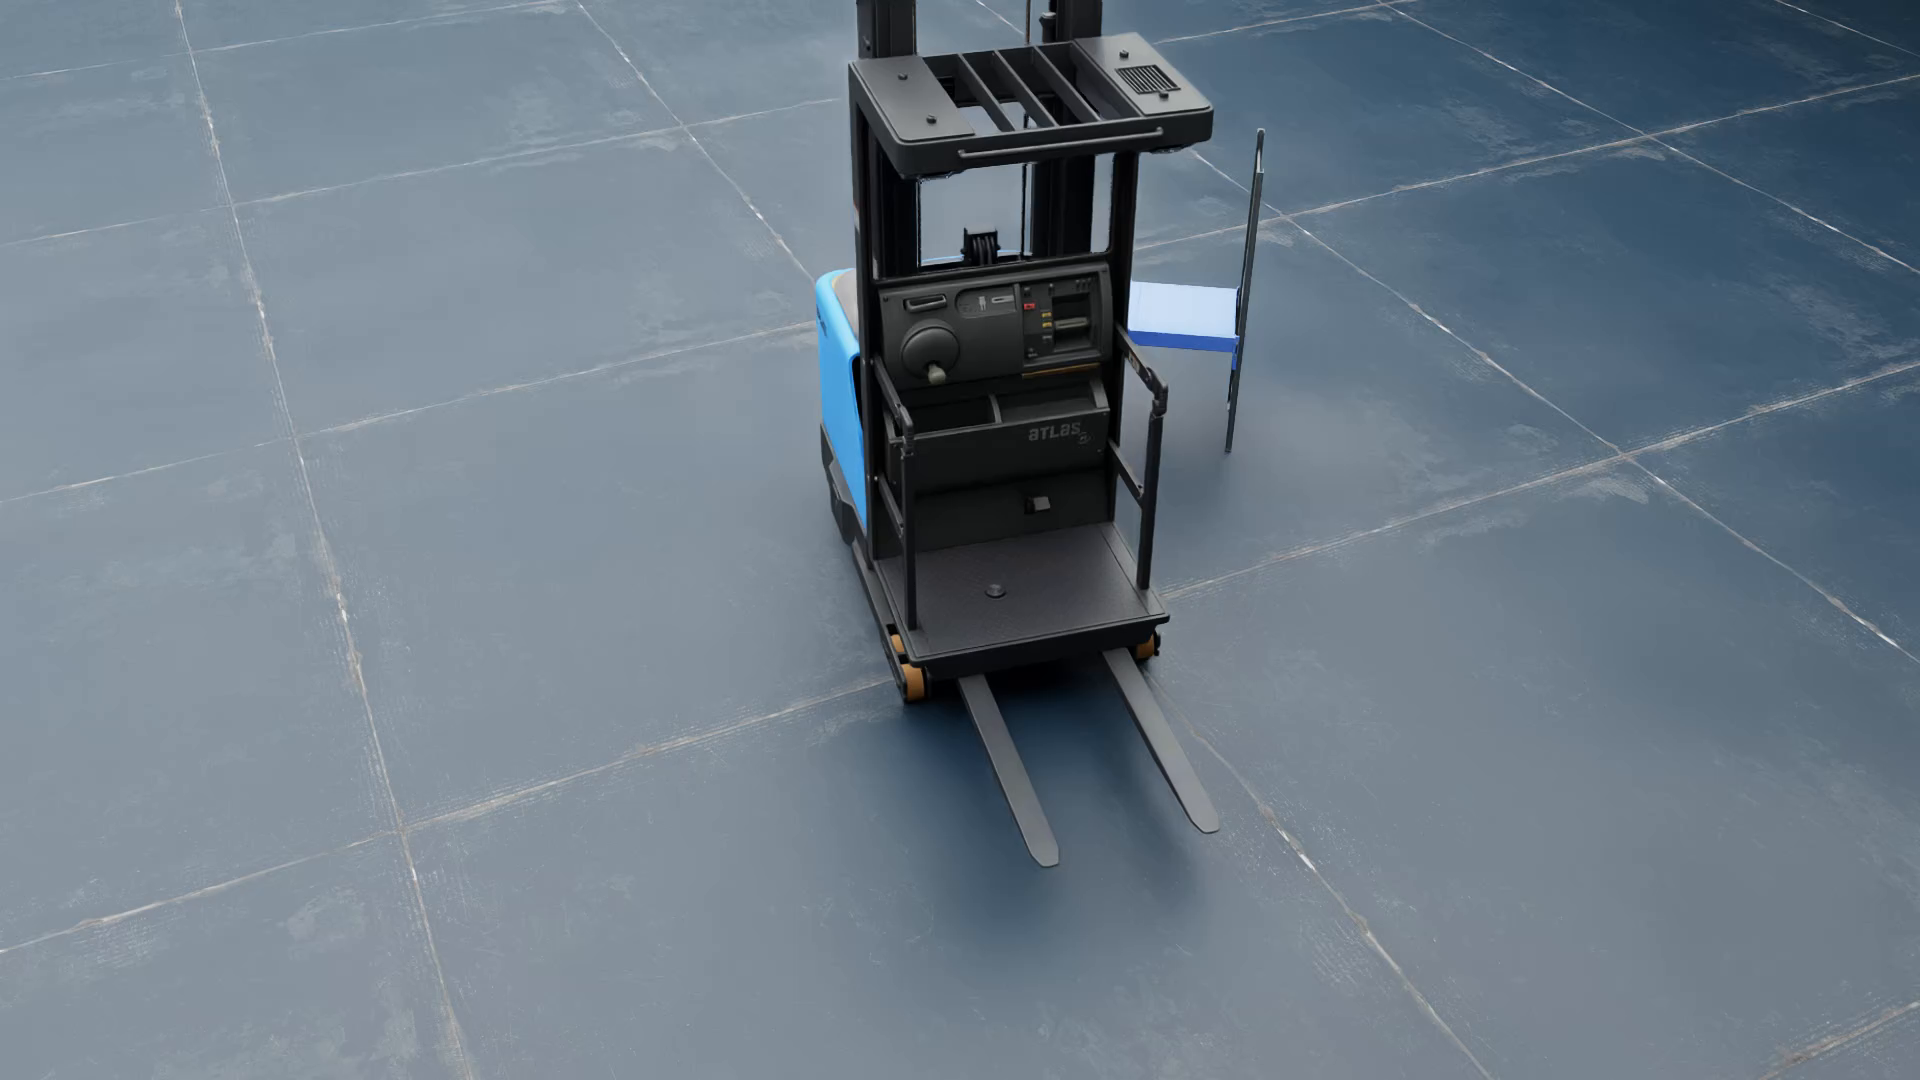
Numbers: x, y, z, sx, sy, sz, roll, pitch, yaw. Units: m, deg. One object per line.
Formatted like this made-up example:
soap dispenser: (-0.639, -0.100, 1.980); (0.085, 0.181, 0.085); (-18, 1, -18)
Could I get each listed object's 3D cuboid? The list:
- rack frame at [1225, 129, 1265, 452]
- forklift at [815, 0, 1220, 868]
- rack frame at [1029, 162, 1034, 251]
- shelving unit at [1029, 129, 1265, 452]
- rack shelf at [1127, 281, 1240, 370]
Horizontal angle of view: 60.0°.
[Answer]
rack frame: (1.384, -1.192, 8.098); (0.032, 1.500, 0.500); (5, 37, 7)
forklift: (0.208, -0.772, 6.330); (1.130, 2.935, 3.031); (-9, 38, -12)
rack frame: (0.380, -1.285, 8.224); (0.032, 1.500, 0.500); (5, 37, 7)
shelving unit: (0.882, -1.239, 8.161); (1.048, 1.500, 0.538); (5, 37, 7)
rack shelf: (0.882, -1.094, 8.268); (1.000, 0.185, 0.538); (5, 37, 7)
